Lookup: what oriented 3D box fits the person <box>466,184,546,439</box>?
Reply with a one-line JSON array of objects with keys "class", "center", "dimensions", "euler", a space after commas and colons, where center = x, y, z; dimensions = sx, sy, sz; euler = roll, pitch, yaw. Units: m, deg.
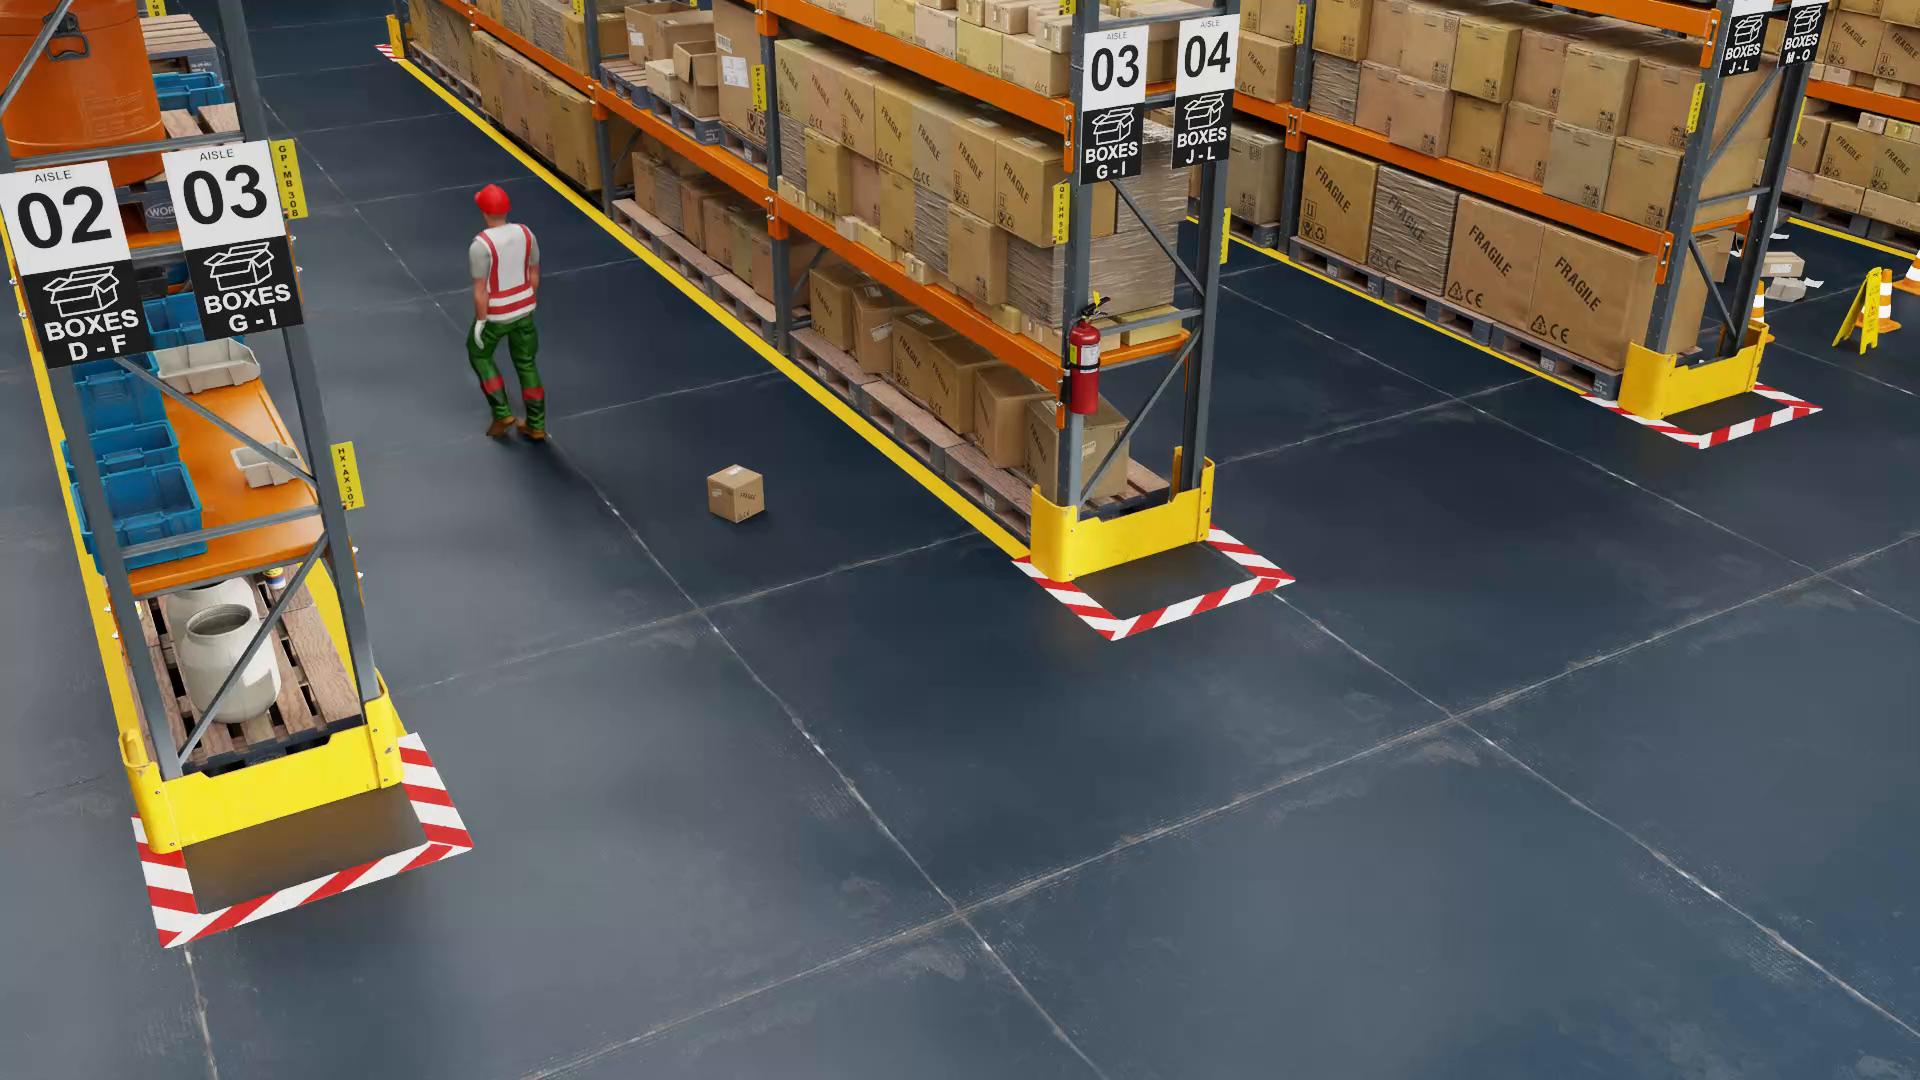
[{"class": "person", "center": [-3.109, -1.528, 11.328], "dimensions": [0.505, 1.841, 0.589], "euler": [25, 38, 38]}]
